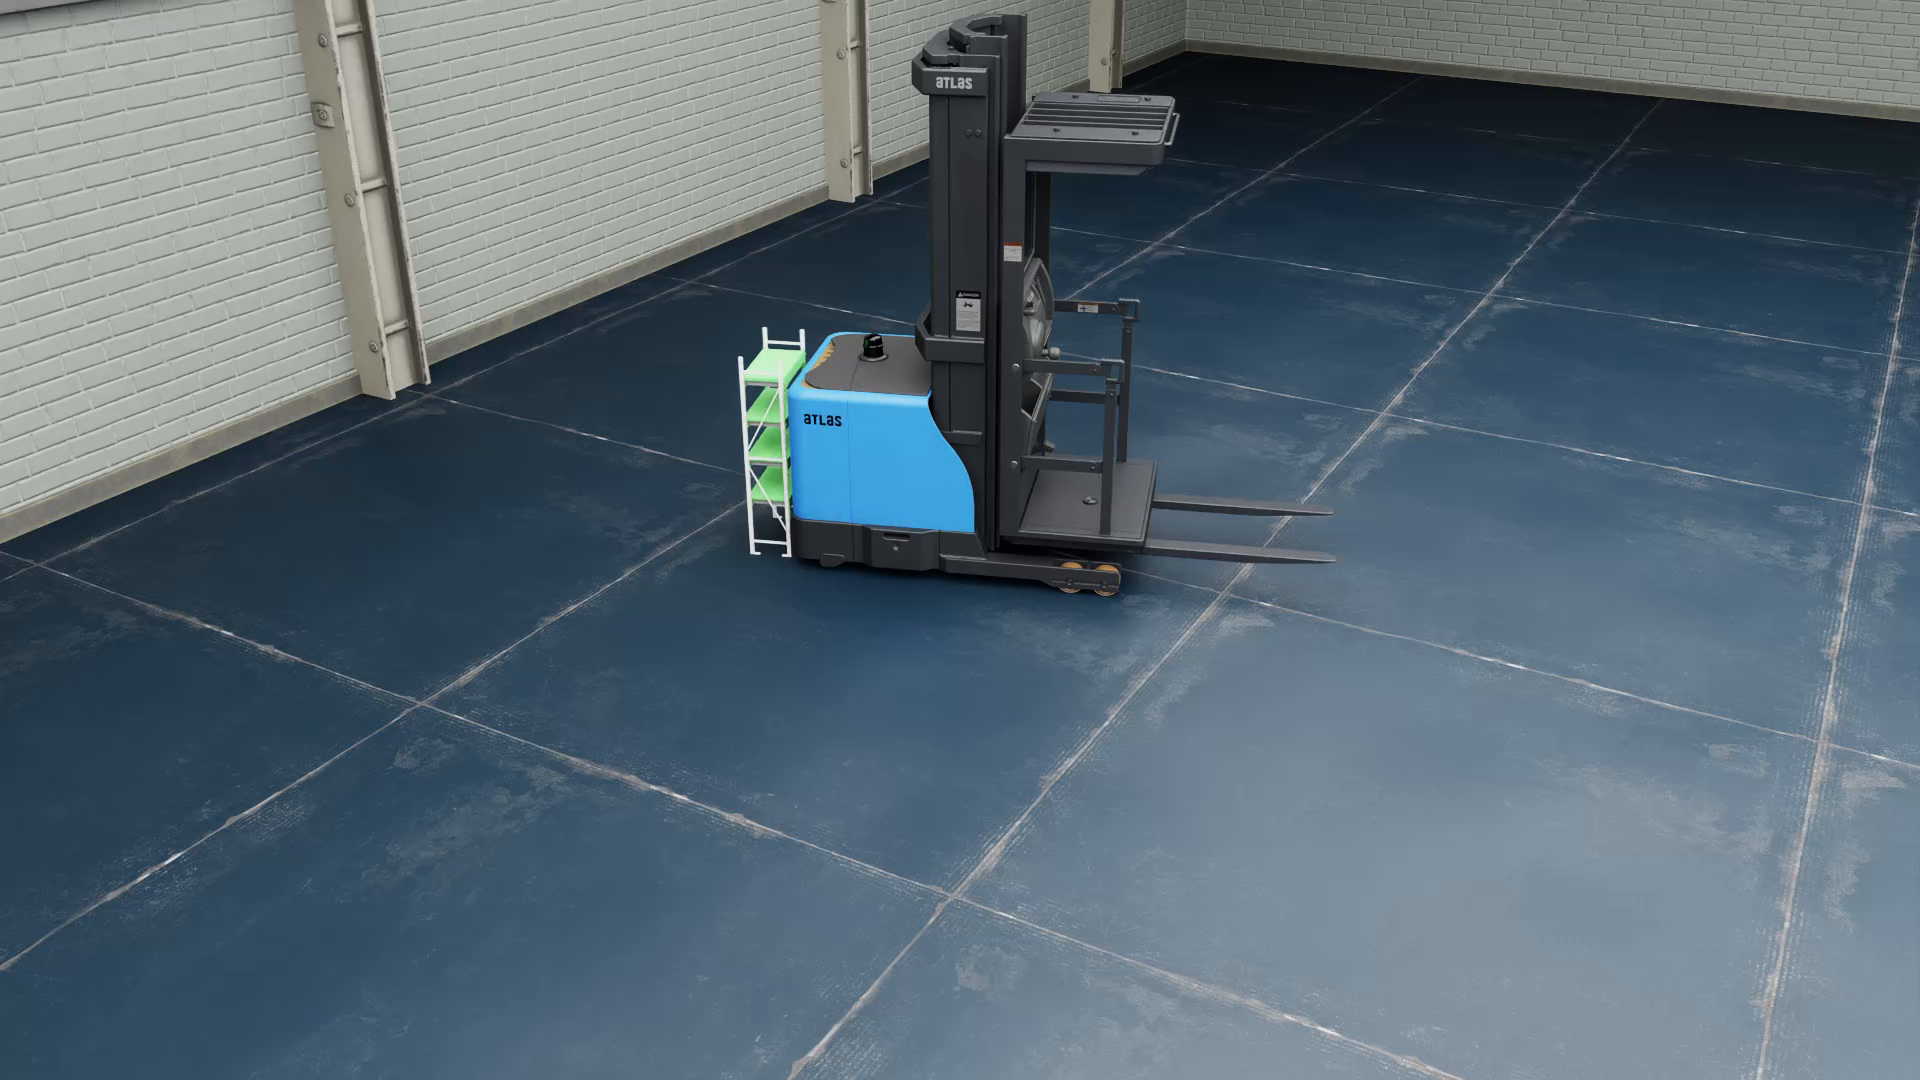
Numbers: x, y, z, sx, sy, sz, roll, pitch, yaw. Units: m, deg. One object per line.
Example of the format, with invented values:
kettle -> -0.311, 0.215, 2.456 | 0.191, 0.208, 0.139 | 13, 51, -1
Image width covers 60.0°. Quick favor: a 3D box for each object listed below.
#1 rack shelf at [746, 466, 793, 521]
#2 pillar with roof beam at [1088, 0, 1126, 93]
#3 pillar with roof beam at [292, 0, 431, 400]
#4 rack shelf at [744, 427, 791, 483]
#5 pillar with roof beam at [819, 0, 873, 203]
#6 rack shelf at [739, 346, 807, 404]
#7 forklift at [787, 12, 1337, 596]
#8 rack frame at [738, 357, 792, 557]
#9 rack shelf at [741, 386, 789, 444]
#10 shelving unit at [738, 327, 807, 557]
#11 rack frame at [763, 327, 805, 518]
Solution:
rack shelf -> -1.047, -0.286, 9.660 | 0.258, 0.148, 0.480 | 4, 27, 9
pillar with roof beam -> 5.599, -8.850, 17.376 | 9.100, 9.000, 0.400 | 14, 30, 26
pillar with roof beam -> -0.304, -4.173, 8.034 | 9.100, 9.000, 0.400 | 14, 30, 26
rack shelf -> -1.047, -0.501, 9.553 | 0.258, 0.148, 0.480 | 4, 27, 9
pillar with roof beam -> 2.648, -6.512, 12.705 | 9.100, 9.000, 0.400 | 14, 30, 26
rack shelf -> -1.047, -0.930, 9.338 | 0.258, 0.148, 0.480 | 4, 27, 9
forklift -> 0.613, -1.262, 8.996 | 3.031, 2.935, 1.130 | 5, 27, 9
rack frame -> -1.088, -0.450, 9.309 | 0.240, 1.200, 0.015 | 4, 27, 9
rack shelf -> -1.047, -0.715, 9.445 | 0.258, 0.148, 0.480 | 4, 27, 9
shelving unit -> -1.047, -0.558, 9.524 | 0.258, 1.200, 0.503 | 4, 27, 9
rack frame -> -1.006, -0.666, 9.739 | 0.240, 1.200, 0.015 | 4, 27, 9
